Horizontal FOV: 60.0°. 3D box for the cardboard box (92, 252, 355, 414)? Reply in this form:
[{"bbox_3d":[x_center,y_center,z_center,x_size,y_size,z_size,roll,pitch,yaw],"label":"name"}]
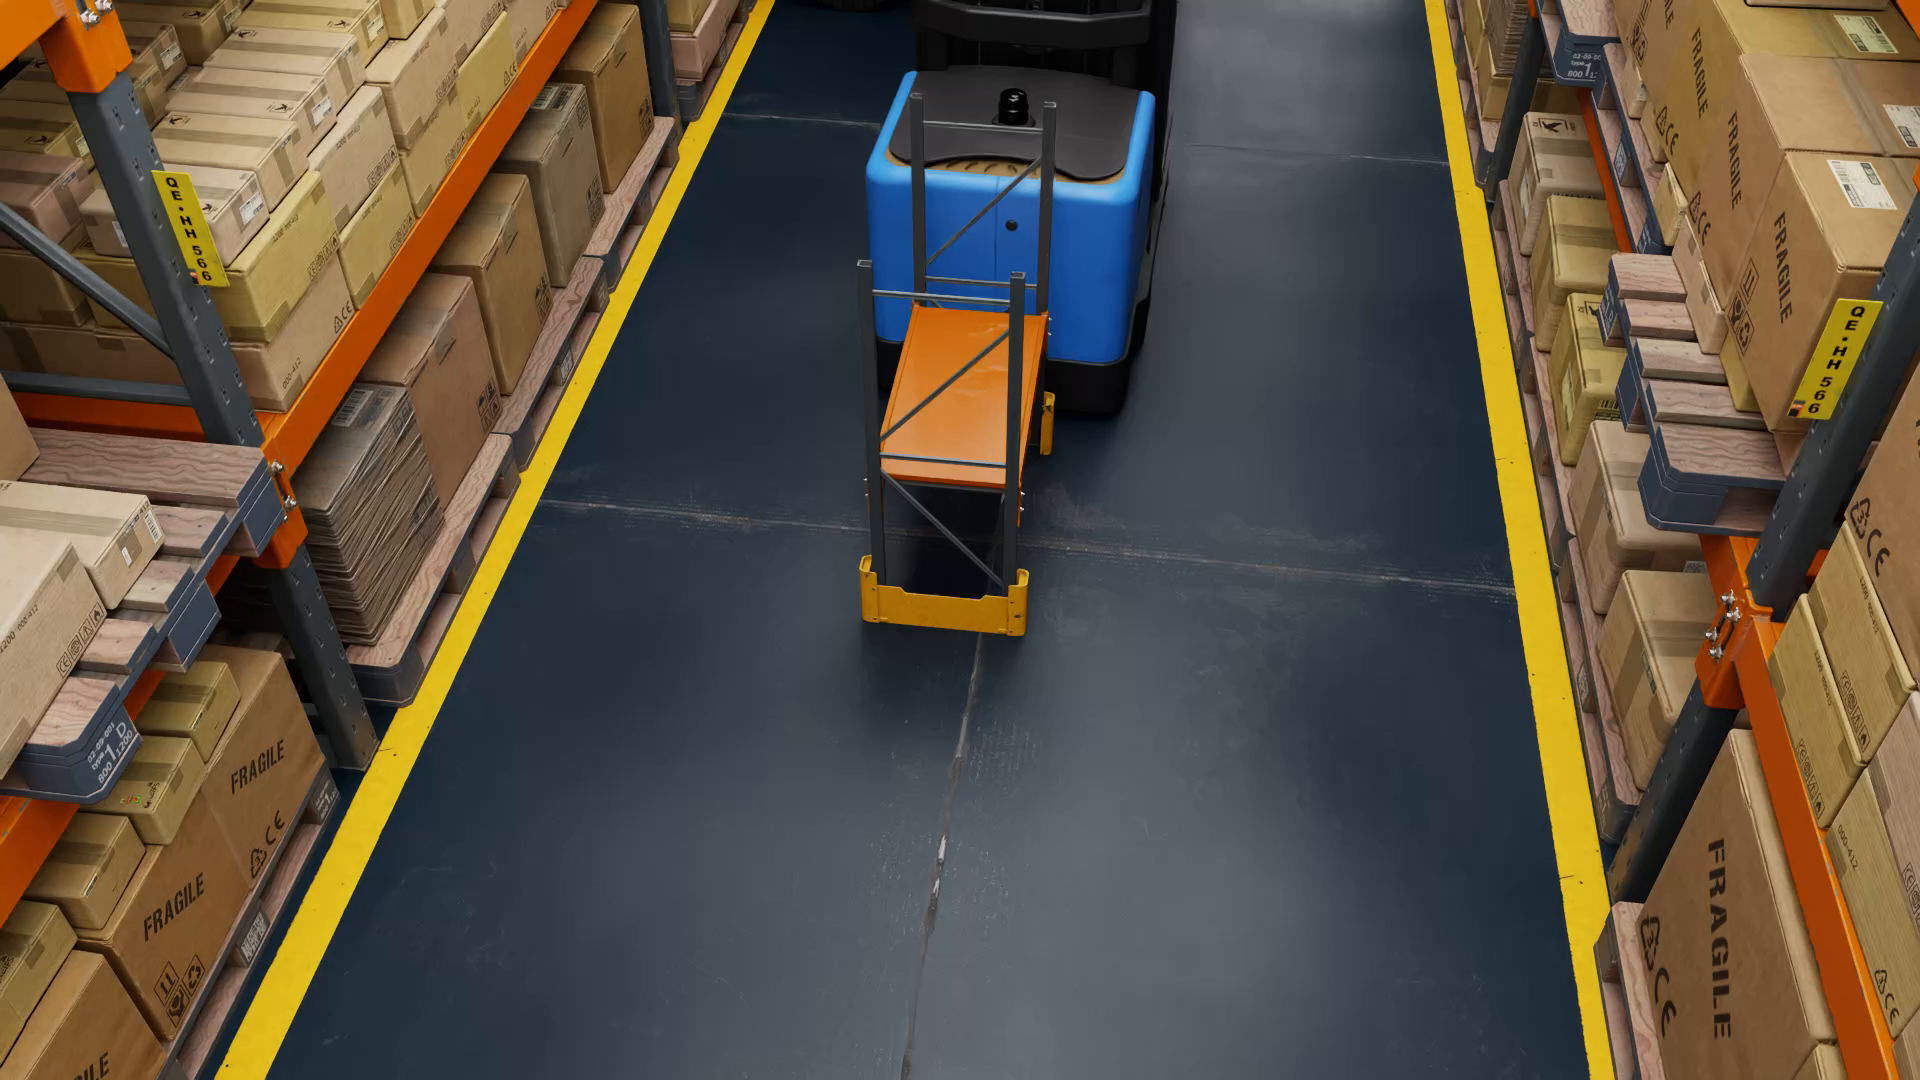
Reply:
[{"bbox_3d":[-2.131,-0.639,4.852,0.500,0.250,0.500,5,44,6],"label":"cardboard box"}]

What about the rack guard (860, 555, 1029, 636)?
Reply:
[{"bbox_3d":[-0.056,0.197,5.860,0.587,0.250,0.087,5,44,6],"label":"rack guard"}]

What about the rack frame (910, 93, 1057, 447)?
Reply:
[{"bbox_3d":[0.078,-0.949,6.162,0.500,1.500,0.032,5,44,6],"label":"rack frame"}]

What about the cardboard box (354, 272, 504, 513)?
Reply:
[{"bbox_3d":[-2.257,-0.573,6.095,0.875,0.625,0.625,7,44,7],"label":"cardboard box"}]

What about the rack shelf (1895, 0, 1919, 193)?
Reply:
[{"bbox_3d":[2.754,-2.155,4.686,1.077,0.370,4.000,5,44,6],"label":"rack shelf"}]

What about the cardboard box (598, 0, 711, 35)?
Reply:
[{"bbox_3d":[-1.533,-2.776,8.331,0.500,0.250,0.500,5,44,5],"label":"cardboard box"}]

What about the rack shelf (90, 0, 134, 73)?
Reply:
[{"bbox_3d":[-2.167,-2.604,5.160,1.077,0.370,4.000,5,44,6],"label":"rack shelf"}]

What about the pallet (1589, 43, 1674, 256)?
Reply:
[{"bbox_3d":[2.710,-1.247,5.525,1.003,0.211,1.213,5,44,6],"label":"pallet"}]

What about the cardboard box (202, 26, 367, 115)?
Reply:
[{"bbox_3d":[-2.033,-1.414,5.017,0.380,0.149,0.250,6,44,6],"label":"cardboard box"}]

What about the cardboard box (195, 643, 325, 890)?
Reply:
[{"bbox_3d":[-2.274,0.650,4.894,0.500,0.500,0.500,6,44,7],"label":"cardboard box"}]

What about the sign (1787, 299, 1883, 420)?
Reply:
[{"bbox_3d":[1.950,-0.399,3.705,0.100,0.325,0.005,5,44,6],"label":"sign"}]

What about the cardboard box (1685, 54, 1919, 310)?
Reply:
[{"bbox_3d":[2.331,-0.949,4.476,0.500,0.500,0.500,5,44,5],"label":"cardboard box"}]

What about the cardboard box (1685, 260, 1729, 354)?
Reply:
[{"bbox_3d":[2.252,-0.635,4.617,0.380,0.149,0.250,5,44,5],"label":"cardboard box"}]

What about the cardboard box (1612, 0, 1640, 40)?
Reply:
[{"bbox_3d":[2.527,-2.016,5.603,0.500,0.500,0.500,5,44,5],"label":"cardboard box"}]

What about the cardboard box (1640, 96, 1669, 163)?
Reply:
[{"bbox_3d":[2.426,-1.333,5.354,0.380,0.149,0.250,4,44,4],"label":"cardboard box"}]

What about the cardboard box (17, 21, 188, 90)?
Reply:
[{"bbox_3d":[-2.607,-1.458,5.063,0.380,0.149,0.250,4,44,5],"label":"cardboard box"}]

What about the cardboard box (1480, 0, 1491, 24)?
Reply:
[{"bbox_3d":[2.896,-2.891,8.271,0.500,0.500,0.500,6,44,6],"label":"cardboard box"}]

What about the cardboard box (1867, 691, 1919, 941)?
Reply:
[{"bbox_3d":[2.108,0.584,3.197,0.500,0.250,0.500,6,44,7],"label":"cardboard box"}]

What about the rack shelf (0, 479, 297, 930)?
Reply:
[{"bbox_3d":[-2.696,1.211,3.312,1.077,0.370,4.000,5,44,6],"label":"rack shelf"}]

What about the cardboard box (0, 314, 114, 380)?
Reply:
[{"bbox_3d":[-2.626,-0.688,4.904,0.500,0.250,0.500,4,44,5],"label":"cardboard box"}]

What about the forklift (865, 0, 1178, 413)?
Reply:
[{"bbox_3d":[0.397,-2.599,6.863,1.130,2.935,3.031,7,44,7],"label":"forklift"}]

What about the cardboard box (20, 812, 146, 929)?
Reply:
[{"bbox_3d":[-2.330,0.831,4.232,0.380,0.149,0.250,4,44,4],"label":"cardboard box"}]

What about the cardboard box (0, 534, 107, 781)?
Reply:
[{"bbox_3d":[-2.250,0.238,3.621,0.500,0.250,0.500,3,44,4],"label":"cardboard box"}]

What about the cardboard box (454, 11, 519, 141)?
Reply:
[{"bbox_3d":[-1.928,-1.686,5.958,0.500,0.250,0.500,7,44,7],"label":"cardboard box"}]

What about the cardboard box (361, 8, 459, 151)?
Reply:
[{"bbox_3d":[-1.976,-1.516,5.415,0.500,0.250,0.500,4,44,4],"label":"cardboard box"}]

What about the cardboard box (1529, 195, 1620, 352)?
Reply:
[{"bbox_3d":[2.859,-1.041,6.773,0.950,0.372,0.625,8,44,8],"label":"cardboard box"}]

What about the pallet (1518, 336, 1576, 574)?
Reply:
[{"bbox_3d":[2.758,-0.313,6.427,1.003,0.211,1.213,5,44,6],"label":"pallet"}]

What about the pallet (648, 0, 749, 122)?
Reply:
[{"bbox_3d":[-1.756,-2.665,8.910,1.003,0.211,1.213,5,44,6],"label":"pallet"}]

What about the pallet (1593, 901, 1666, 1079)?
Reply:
[{"bbox_3d":[2.310,1.579,4.429,1.003,0.211,1.213,5,44,6],"label":"pallet"}]

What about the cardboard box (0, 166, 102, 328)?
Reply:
[{"bbox_3d":[-2.648,-0.871,4.734,0.500,0.250,0.500,6,44,6],"label":"cardboard box"}]

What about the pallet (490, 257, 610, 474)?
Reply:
[{"bbox_3d":[-2.120,-0.787,6.927,1.003,0.211,1.213,5,44,6],"label":"pallet"}]

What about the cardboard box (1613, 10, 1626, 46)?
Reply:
[{"bbox_3d":[2.553,-1.863,5.913,0.380,0.149,0.250,6,44,6],"label":"cardboard box"}]

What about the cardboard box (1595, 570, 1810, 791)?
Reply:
[{"bbox_3d":[2.574,0.453,5.195,0.950,0.372,0.625,3,43,3],"label":"cardboard box"}]

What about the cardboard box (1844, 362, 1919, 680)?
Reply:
[{"bbox_3d":[2.182,-0.050,3.321,0.500,0.500,0.500,4,44,4],"label":"cardboard box"}]

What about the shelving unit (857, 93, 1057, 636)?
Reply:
[{"bbox_3d":[0.010,-0.597,5.789,0.587,1.500,1.083,5,44,6],"label":"shelving unit"}]

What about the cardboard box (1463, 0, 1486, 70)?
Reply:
[{"bbox_3d":[2.890,-2.635,8.546,0.500,0.250,0.500,4,44,4],"label":"cardboard box"}]

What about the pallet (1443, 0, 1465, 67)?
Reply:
[{"bbox_3d":[3.231,-2.972,9.236,1.003,0.211,1.213,5,44,6],"label":"pallet"}]

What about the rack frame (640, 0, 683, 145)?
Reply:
[{"bbox_3d":[-1.903,-3.139,7.383,1.000,3.000,0.127,5,44,6],"label":"rack frame"}]

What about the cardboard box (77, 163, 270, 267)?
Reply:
[{"bbox_3d":[-2.097,-0.875,4.448,0.380,0.149,0.250,6,44,7],"label":"cardboard box"}]

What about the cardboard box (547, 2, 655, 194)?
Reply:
[{"bbox_3d":[-1.960,-2.072,7.679,0.875,0.625,0.625,7,44,7],"label":"cardboard box"}]

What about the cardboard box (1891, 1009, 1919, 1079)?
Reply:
[{"bbox_3d":[2.050,1.110,3.006,0.500,0.250,0.500,7,44,7],"label":"cardboard box"}]

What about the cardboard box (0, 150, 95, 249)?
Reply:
[{"bbox_3d":[-2.589,-0.925,4.500,0.380,0.149,0.250,7,44,7],"label":"cardboard box"}]
